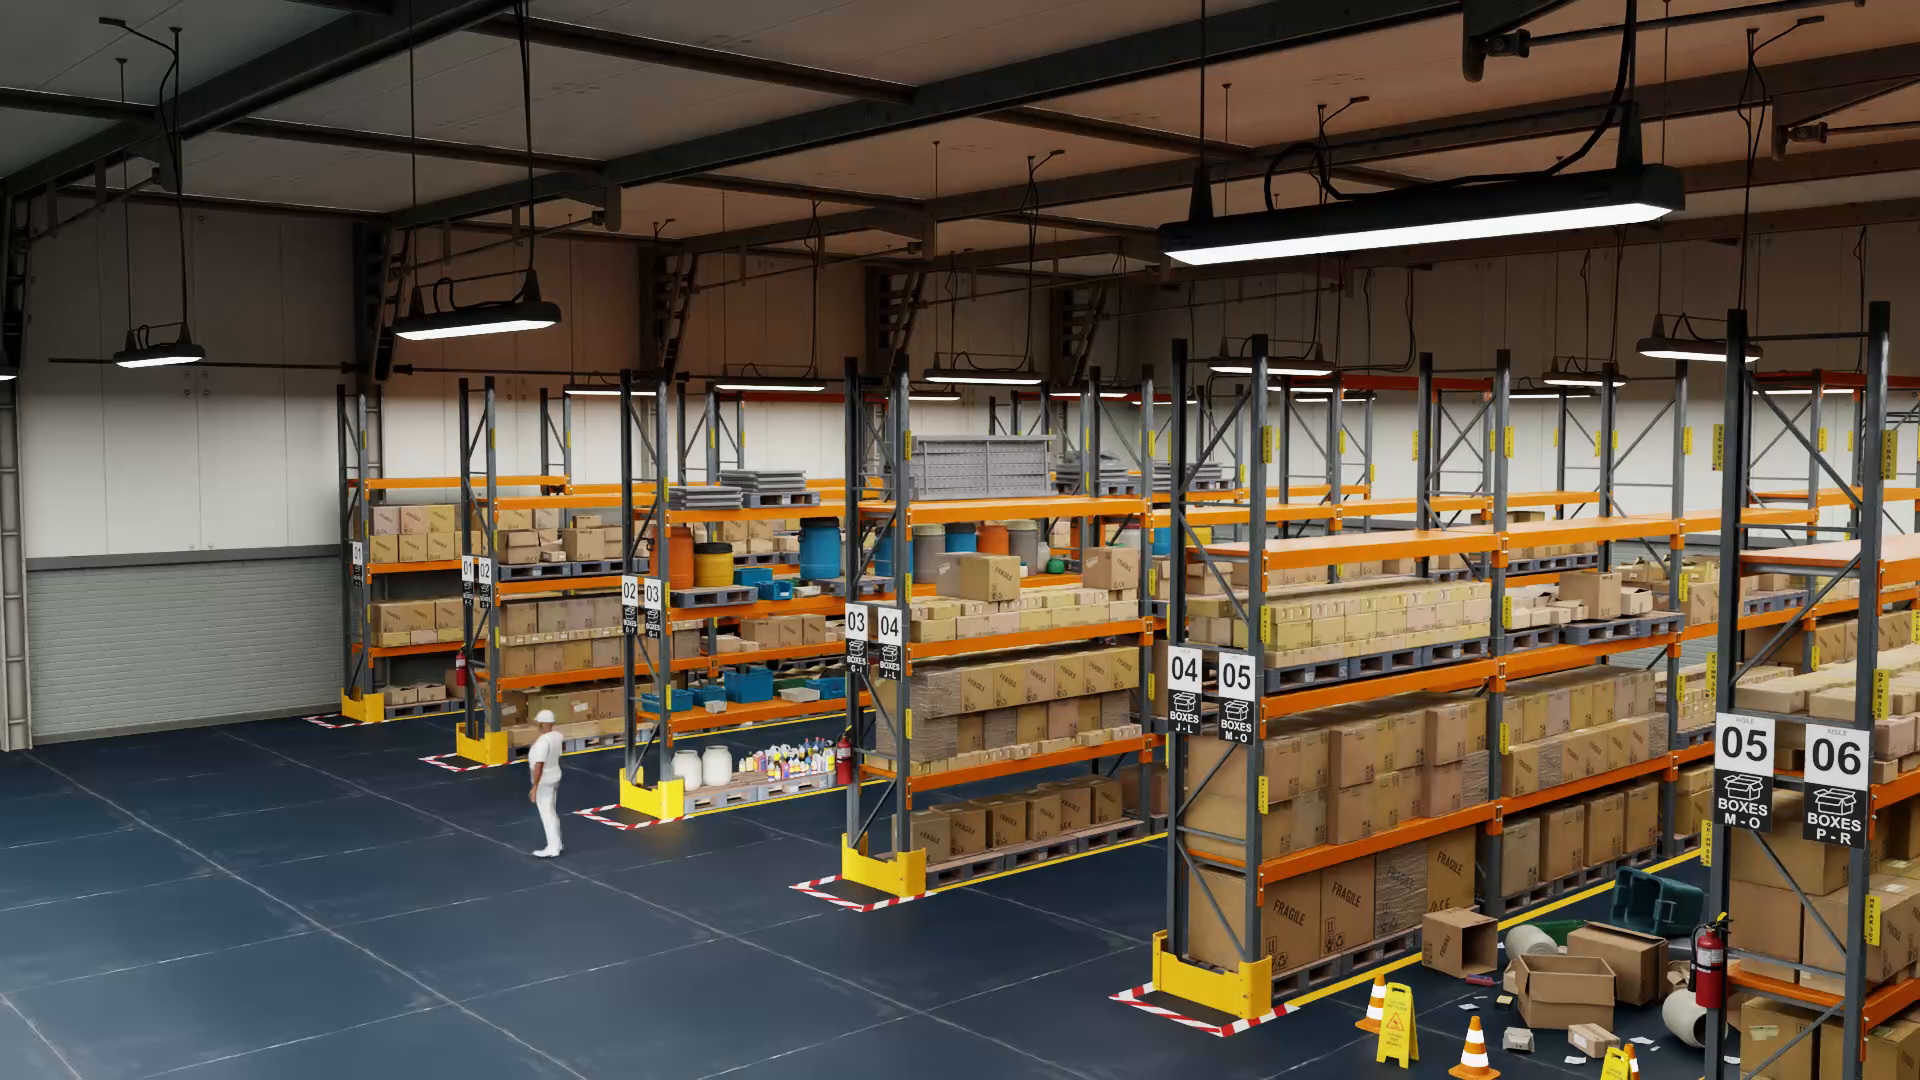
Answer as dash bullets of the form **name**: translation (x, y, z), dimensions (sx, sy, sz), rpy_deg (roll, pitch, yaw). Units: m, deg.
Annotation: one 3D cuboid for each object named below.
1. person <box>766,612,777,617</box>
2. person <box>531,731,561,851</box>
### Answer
- **person**: translation (-3.711, 2.142, 32.747), dimensions (0.430, 1.501, 0.328), rpy_deg (-3, 5, -38)
- **person**: translation (-5.024, 3.037, 20.223), dimensions (0.375, 1.443, 0.438), rpy_deg (0, 4, 7)
